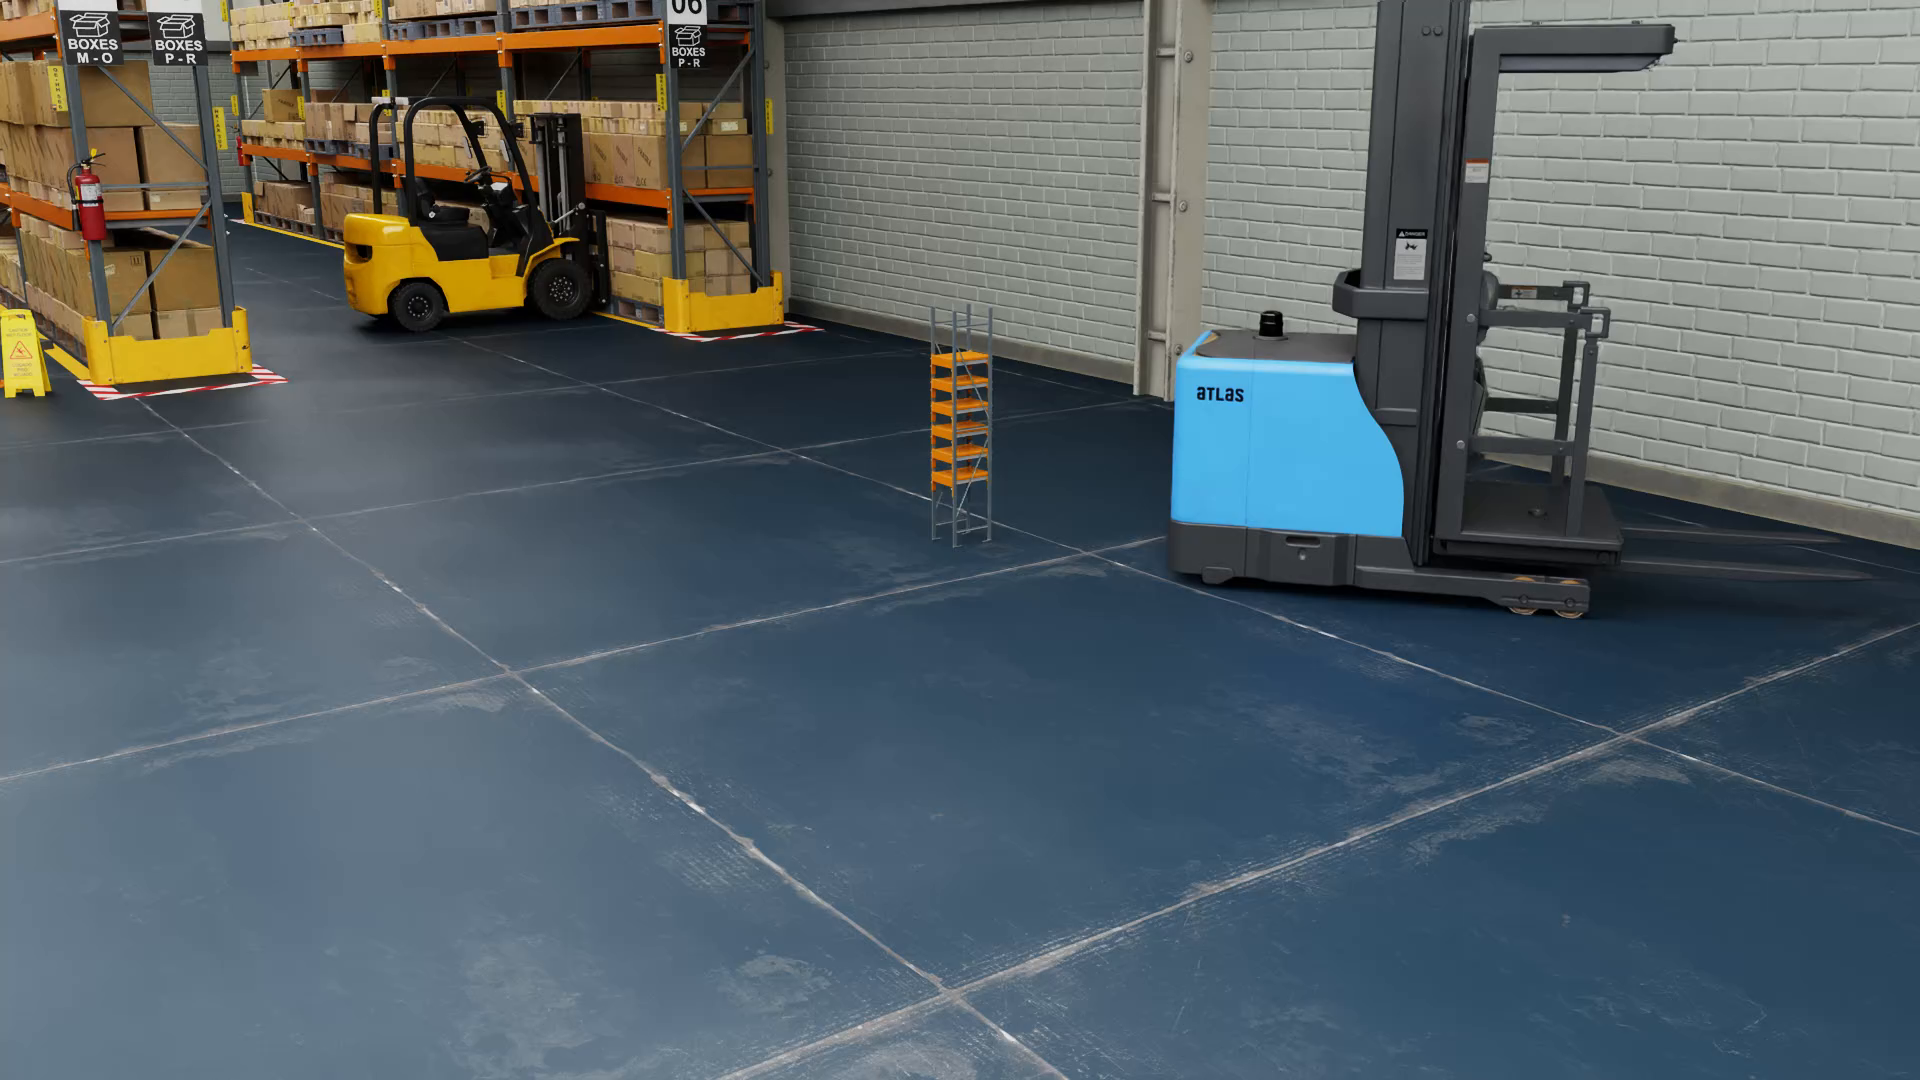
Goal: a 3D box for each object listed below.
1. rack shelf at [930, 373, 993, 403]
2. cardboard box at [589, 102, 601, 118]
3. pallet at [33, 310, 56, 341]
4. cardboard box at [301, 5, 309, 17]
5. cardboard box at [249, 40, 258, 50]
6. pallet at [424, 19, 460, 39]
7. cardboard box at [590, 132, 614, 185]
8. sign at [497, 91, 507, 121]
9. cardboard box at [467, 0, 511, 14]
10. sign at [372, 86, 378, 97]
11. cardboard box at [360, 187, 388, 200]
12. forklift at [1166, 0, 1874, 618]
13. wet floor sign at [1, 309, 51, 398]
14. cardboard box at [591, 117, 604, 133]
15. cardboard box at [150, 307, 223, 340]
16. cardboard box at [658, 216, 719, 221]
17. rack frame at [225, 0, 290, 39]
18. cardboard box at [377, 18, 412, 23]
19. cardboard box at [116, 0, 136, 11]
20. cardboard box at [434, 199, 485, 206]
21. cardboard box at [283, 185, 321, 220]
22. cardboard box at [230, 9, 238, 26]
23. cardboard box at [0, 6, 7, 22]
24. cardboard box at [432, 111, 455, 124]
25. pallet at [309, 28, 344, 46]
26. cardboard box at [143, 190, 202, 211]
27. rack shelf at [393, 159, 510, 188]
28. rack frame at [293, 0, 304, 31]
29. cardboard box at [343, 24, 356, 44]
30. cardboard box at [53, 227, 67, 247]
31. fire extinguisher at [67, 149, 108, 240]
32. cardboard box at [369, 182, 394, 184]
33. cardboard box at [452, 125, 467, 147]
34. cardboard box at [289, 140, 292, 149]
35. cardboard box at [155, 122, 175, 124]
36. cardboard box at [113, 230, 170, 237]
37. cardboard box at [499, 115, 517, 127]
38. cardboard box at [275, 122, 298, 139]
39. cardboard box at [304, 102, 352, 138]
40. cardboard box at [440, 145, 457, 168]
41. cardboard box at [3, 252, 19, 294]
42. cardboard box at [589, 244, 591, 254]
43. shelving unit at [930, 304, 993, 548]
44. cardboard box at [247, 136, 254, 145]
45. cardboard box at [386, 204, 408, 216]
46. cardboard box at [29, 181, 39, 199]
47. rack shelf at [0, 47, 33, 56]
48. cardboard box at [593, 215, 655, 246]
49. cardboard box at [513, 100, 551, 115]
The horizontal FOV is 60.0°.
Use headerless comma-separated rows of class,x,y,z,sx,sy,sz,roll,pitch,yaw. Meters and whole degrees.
rack shelf,0.009,-0.764,8.355,0.258,0.103,0.180,-11,19,-35
cardboard box,-3.509,-4.335,16.751,0.380,0.149,0.250,-10,18,-33
pallet,-8.238,-2.130,15.957,1.003,0.211,1.213,-11,19,-35
cardboard box,-9.202,-7.573,23.810,0.380,0.149,0.250,-11,19,-36
cardboard box,-11.169,-7.934,26.677,0.380,0.149,0.250,-11,19,-35
pallet,-5.869,-6.224,20.311,1.003,0.211,1.213,-10,18,-32
cardboard box,-3.397,-3.864,16.822,0.500,0.500,0.500,-11,19,-36
sign,-5.082,-4.818,18.453,0.100,0.325,0.005,-11,19,-35
cardboard box,-5.271,-6.155,18.885,0.500,0.311,0.500,-12,19,-36
sign,-8.905,-6.737,25.317,0.100,0.325,0.005,-11,19,-35
cardboard box,-8.252,-4.901,23.513,0.380,0.149,0.250,-12,19,-37
forklift,2.548,-1.225,7.498,3.031,2.935,1.130,4,16,15
wet floor sign,-7.063,-1.416,12.528,0.267,0.644,0.232,-4,16,-15
cardboard box,-3.501,-4.191,16.790,0.380,0.149,0.250,-11,19,-34
cardboard box,-6.560,-1.850,14.066,0.500,0.250,0.500,-11,19,-35
cardboard box,-2.723,-3.126,16.836,0.500,0.250,0.500,-11,19,-34
rack frame,-11.704,-9.840,27.481,1.000,3.000,0.127,-11,19,-35
cardboard box,-7.403,-6.843,21.743,0.380,0.149,0.250,-10,18,-33
cardboard box,-6.468,-4.247,13.207,0.380,0.149,0.250,-12,19,-36
cardboard box,-6.254,-4.021,21.290,0.875,0.625,0.625,-10,18,-33
cardboard box,-10.340,-5.388,26.518,0.700,0.500,0.500,-12,19,-37
cardboard box,-11.646,-8.572,27.303,0.500,0.250,0.500,-11,19,-35
cardboard box,-8.570,-4.769,15.111,0.380,0.149,0.250,-11,19,-34
cardboard box,-6.284,-5.211,20.516,0.380,0.149,0.250,-10,18,-33
pallet,-8.413,-7.077,23.425,1.213,0.211,1.003,-11,19,-35
cardboard box,-6.342,-2.742,13.388,0.380,0.149,0.250,-11,19,-34
rack shelf,-5.824,-4.464,20.566,1.077,0.370,4.000,-11,19,-35
rack frame,-9.352,-8.986,24.360,1.000,3.000,0.127,-11,19,-35
cardboard box,-8.089,-6.898,22.700,0.500,0.250,0.500,-11,19,-35
cardboard box,-7.407,-2.562,14.019,0.380,0.149,0.250,-10,18,-34
fire extinguisher,-6.615,-2.625,12.632,0.296,0.674,0.183,-11,19,-35
cardboard box,-8.594,-5.262,24.831,0.380,0.149,0.250,-11,19,-34
cardboard box,-5.748,-4.837,19.902,0.500,0.250,0.500,-10,18,-33
cardboard box,-10.219,-6.164,25.891,0.380,0.149,0.250,-10,18,-33
cardboard box,-6.971,-3.313,14.246,0.500,0.500,0.500,-11,19,-36
cardboard box,-7.495,-2.549,15.199,0.500,0.500,0.500,-10,18,-32
cardboard box,-5.029,-4.783,18.953,0.380,0.149,0.250,-10,18,-33
cardboard box,-10.438,-6.447,26.171,0.500,0.250,0.500,-11,19,-35
cardboard box,-9.249,-6.205,24.580,0.700,0.500,0.500,-10,18,-33
cardboard box,-6.033,-4.705,20.368,0.500,0.250,0.500,-10,18,-33
cardboard box,-9.397,-2.812,17.351,0.950,0.372,0.625,-10,18,-31
cardboard box,-3.733,-3.026,17.415,0.500,0.250,0.500,-11,19,-35
shelving unit,0.009,-0.576,8.406,0.258,1.200,0.189,-11,19,-35
cardboard box,-11.733,-6.712,27.894,0.380,0.149,0.250,-11,19,-35
cardboard box,-7.423,-4.292,22.514,0.500,0.500,0.500,-10,18,-33
cardboard box,-7.991,-3.100,14.695,0.380,0.149,0.250,-11,19,-34
rack shelf,-12.189,-5.994,20.473,1.077,0.370,4.000,-11,19,-35
cardboard box,-3.429,-3.152,16.931,0.500,0.250,0.500,-11,19,-34
cardboard box,-4.701,-4.774,18.356,0.380,0.149,0.250,-10,18,-33
